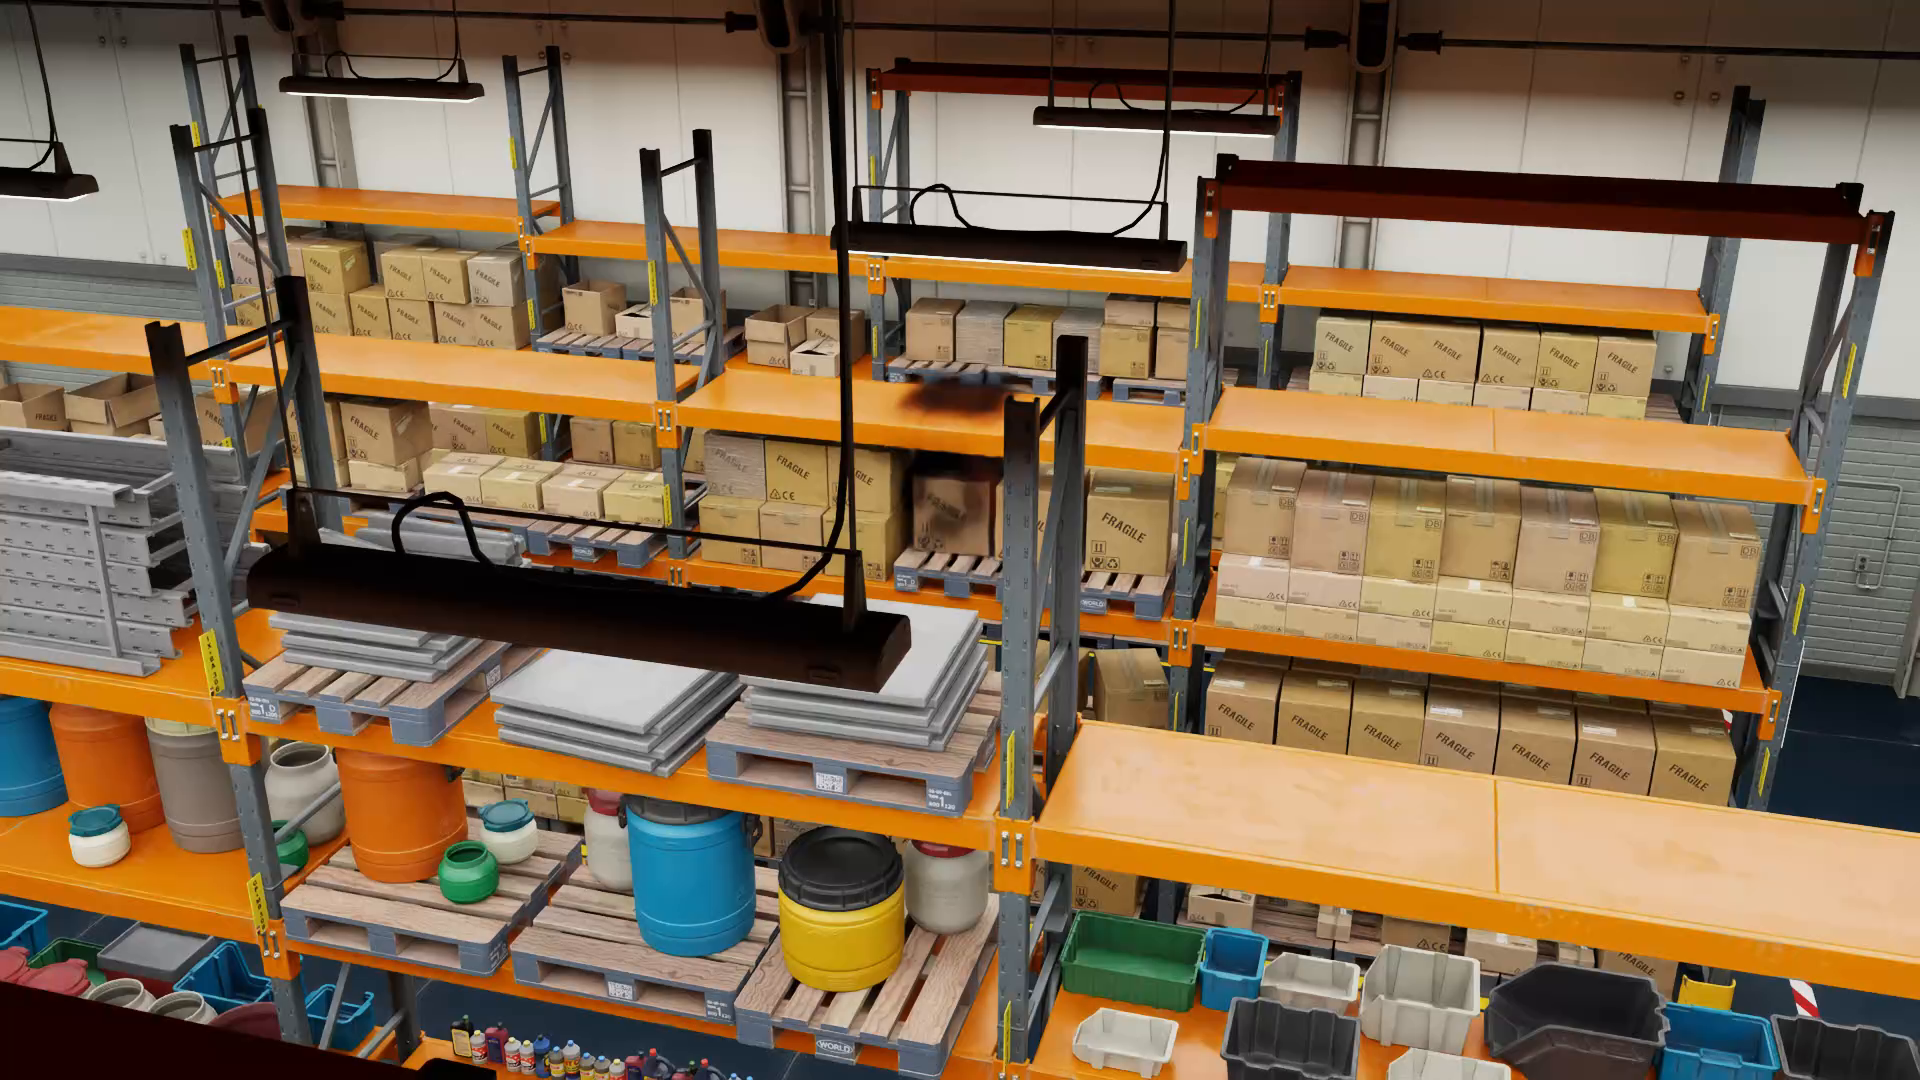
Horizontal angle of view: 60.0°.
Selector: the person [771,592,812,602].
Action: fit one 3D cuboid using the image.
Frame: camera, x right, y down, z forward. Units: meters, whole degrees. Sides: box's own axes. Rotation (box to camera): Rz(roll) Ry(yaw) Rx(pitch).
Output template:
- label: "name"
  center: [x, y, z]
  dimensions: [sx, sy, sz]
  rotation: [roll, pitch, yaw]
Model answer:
- label: "person"
  center: [-1.596, 1.112, 15.659]
  dimensions: [0.614, 1.800, 0.472]
  rotation: [9, 24, 21]
